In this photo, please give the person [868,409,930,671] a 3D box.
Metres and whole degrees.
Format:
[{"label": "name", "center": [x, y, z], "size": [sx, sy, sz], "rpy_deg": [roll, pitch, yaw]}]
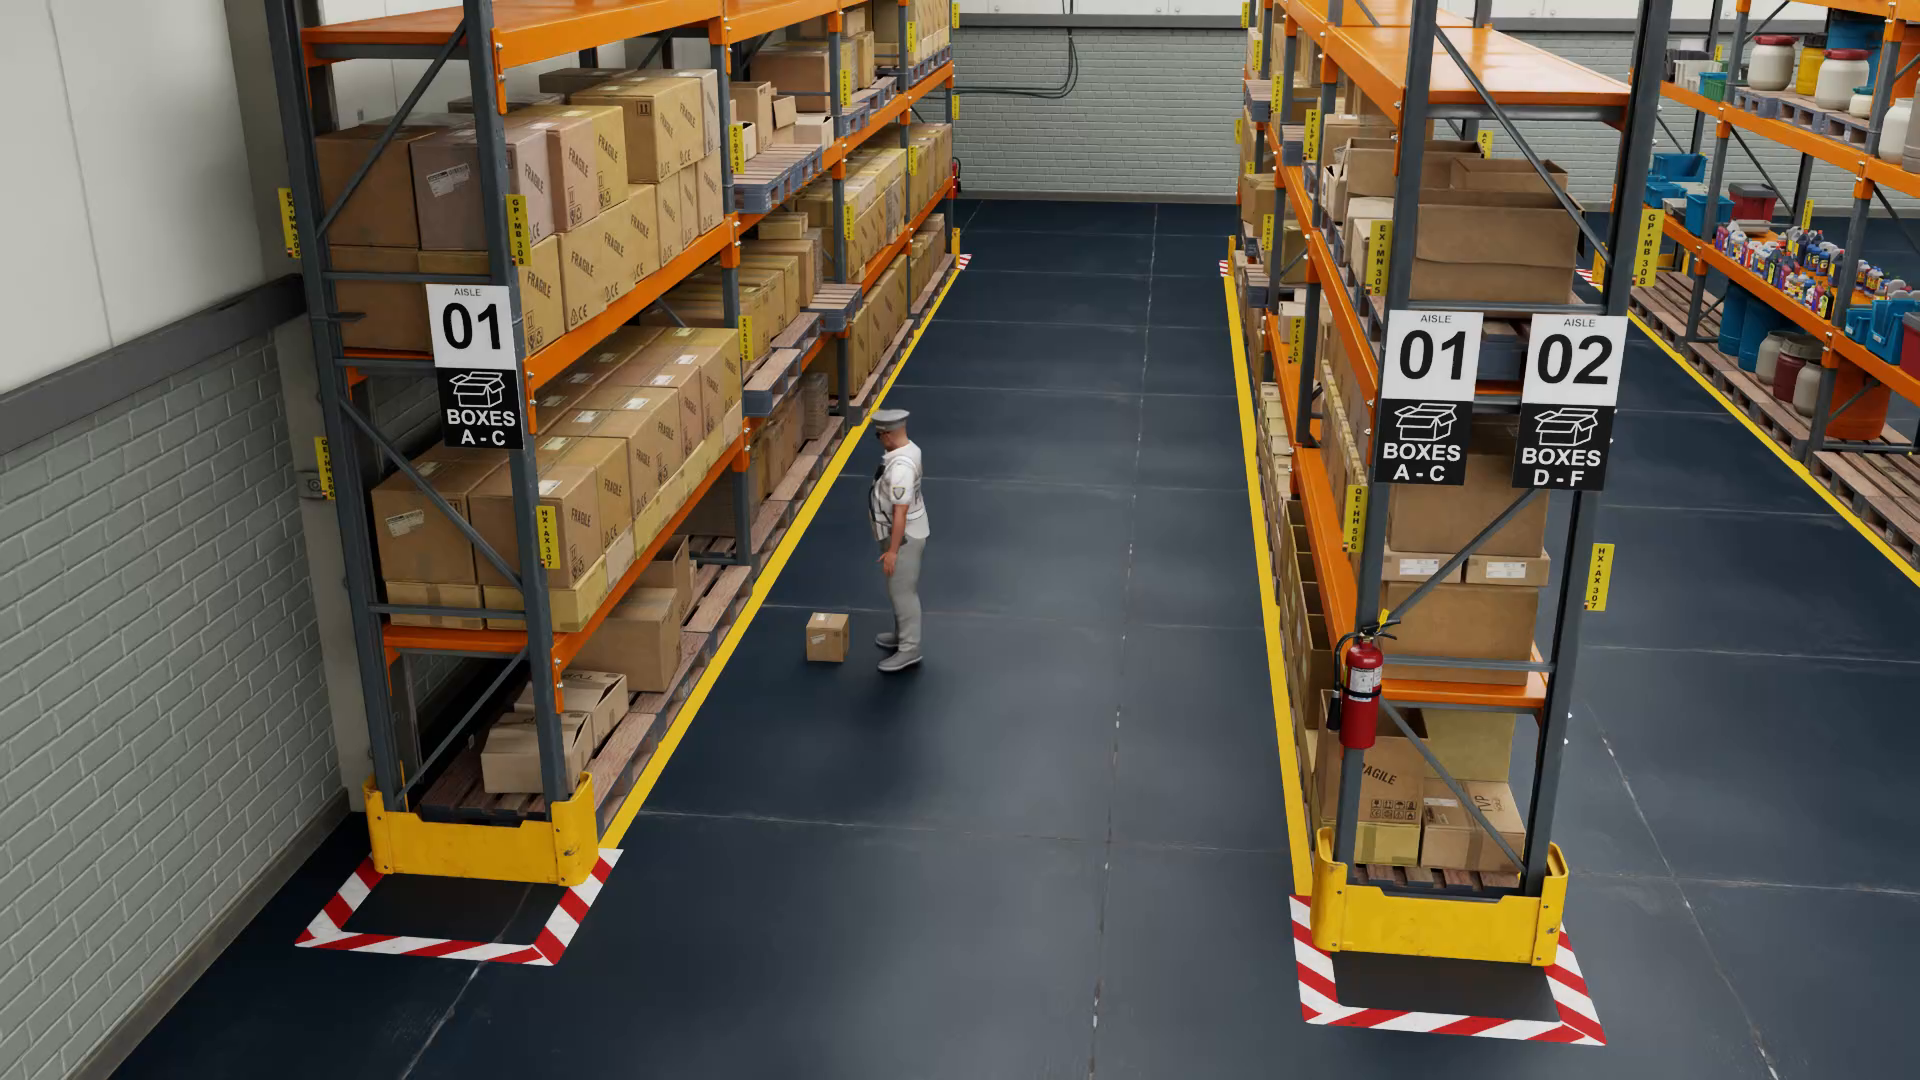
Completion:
[{"label": "person", "center": [-0.400, -0.012, 11.072], "size": [0.400, 1.758, 0.610], "rpy_deg": [0, 21, -1]}]
